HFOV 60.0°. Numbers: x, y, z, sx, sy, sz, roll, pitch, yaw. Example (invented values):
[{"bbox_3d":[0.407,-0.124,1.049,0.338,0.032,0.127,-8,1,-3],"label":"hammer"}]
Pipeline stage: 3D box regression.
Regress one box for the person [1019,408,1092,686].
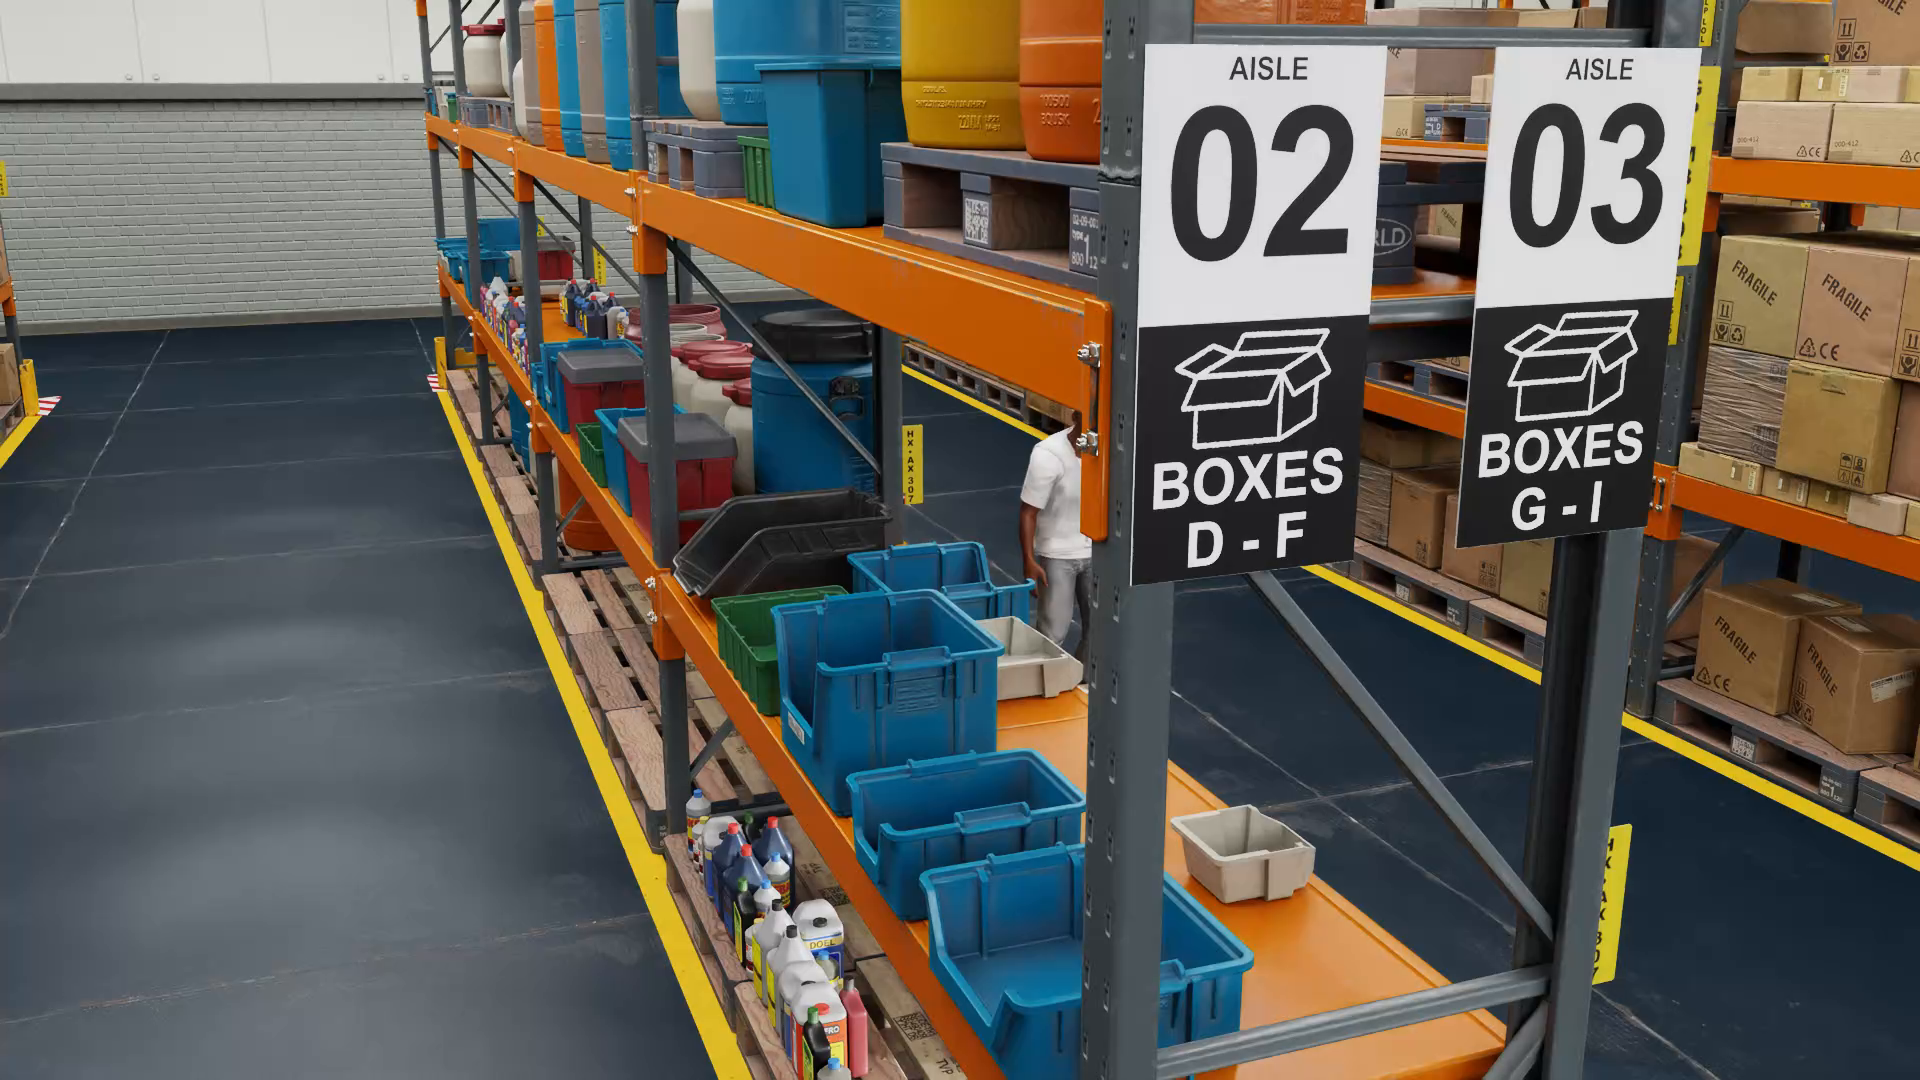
[{"bbox_3d":[0.587,0.084,8.185,0.637,1.761,0.455,-7,17,-22],"label":"person"}]
